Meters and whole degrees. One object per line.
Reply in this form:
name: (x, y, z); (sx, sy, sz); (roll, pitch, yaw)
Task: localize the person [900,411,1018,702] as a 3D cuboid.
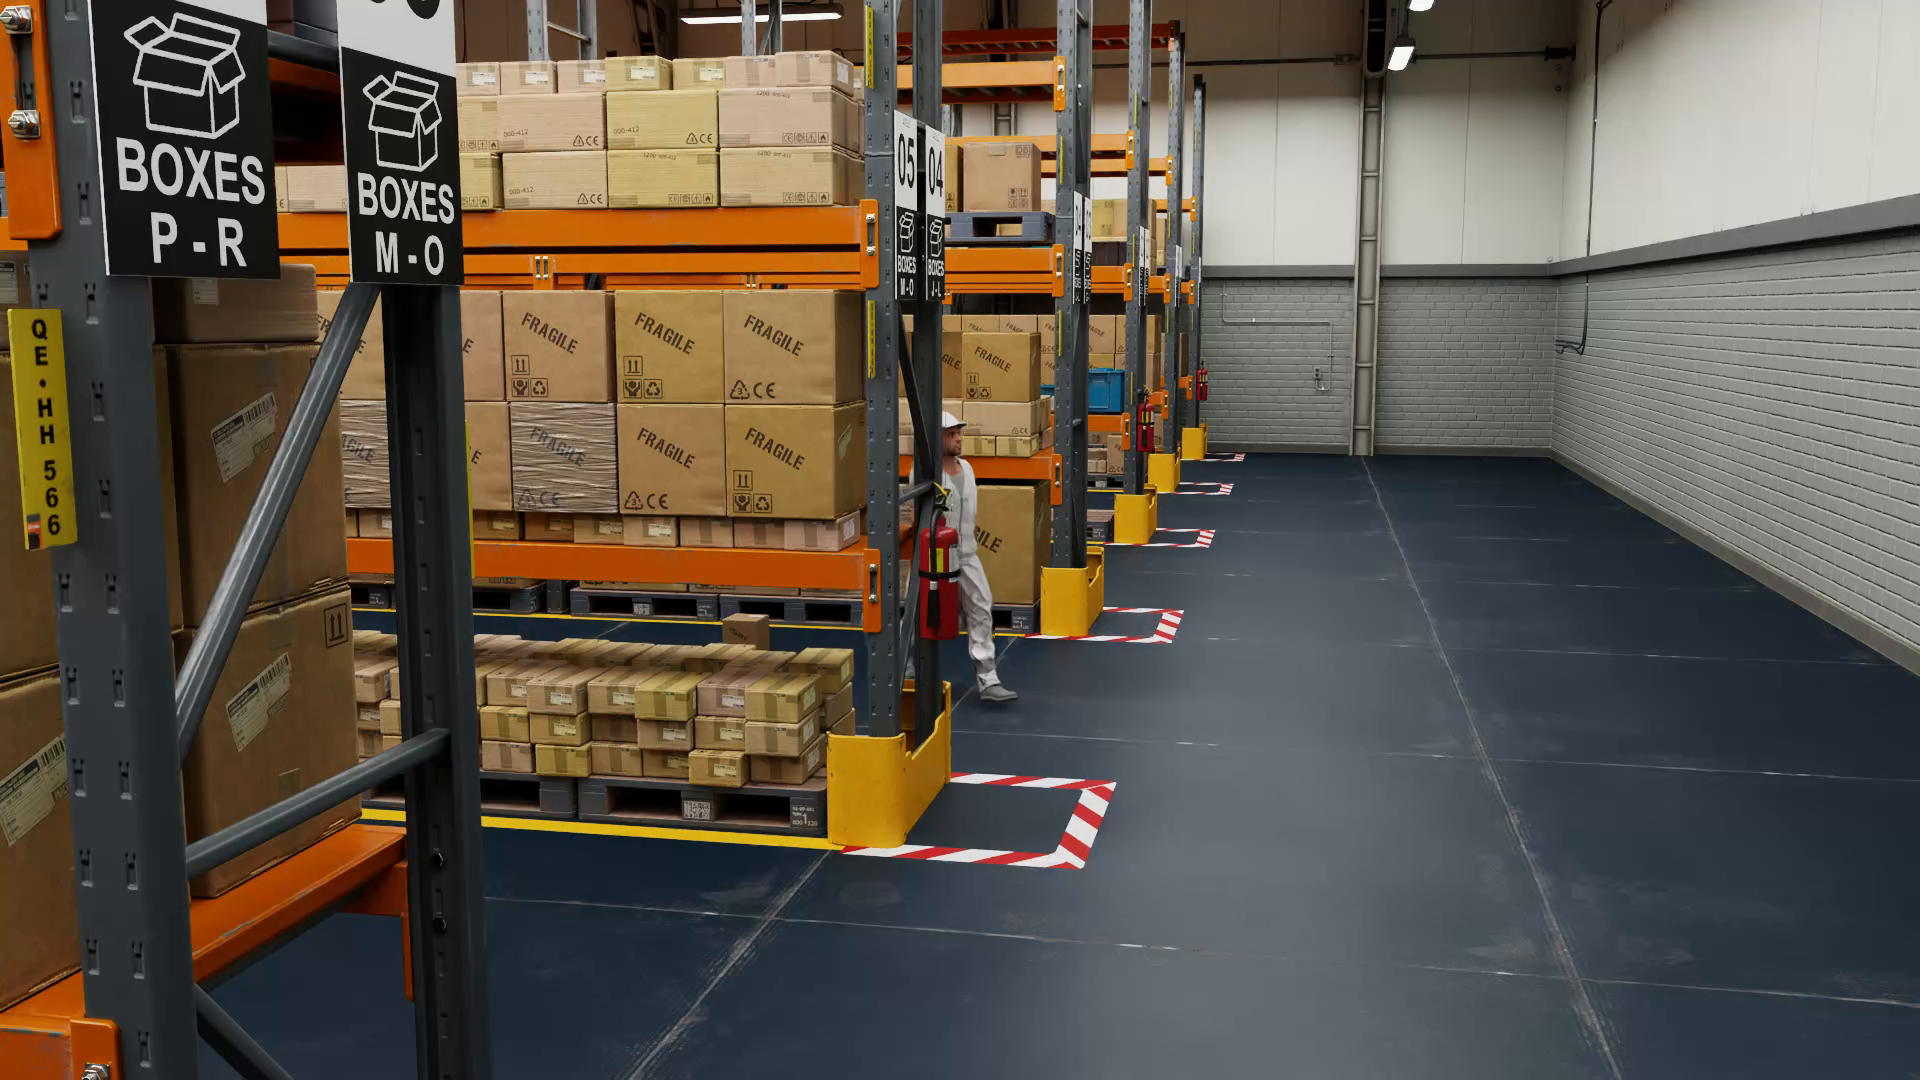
person: (-0.067, 0.095, 10.083); (0.525, 1.740, 1.070); (-5, 10, -35)
